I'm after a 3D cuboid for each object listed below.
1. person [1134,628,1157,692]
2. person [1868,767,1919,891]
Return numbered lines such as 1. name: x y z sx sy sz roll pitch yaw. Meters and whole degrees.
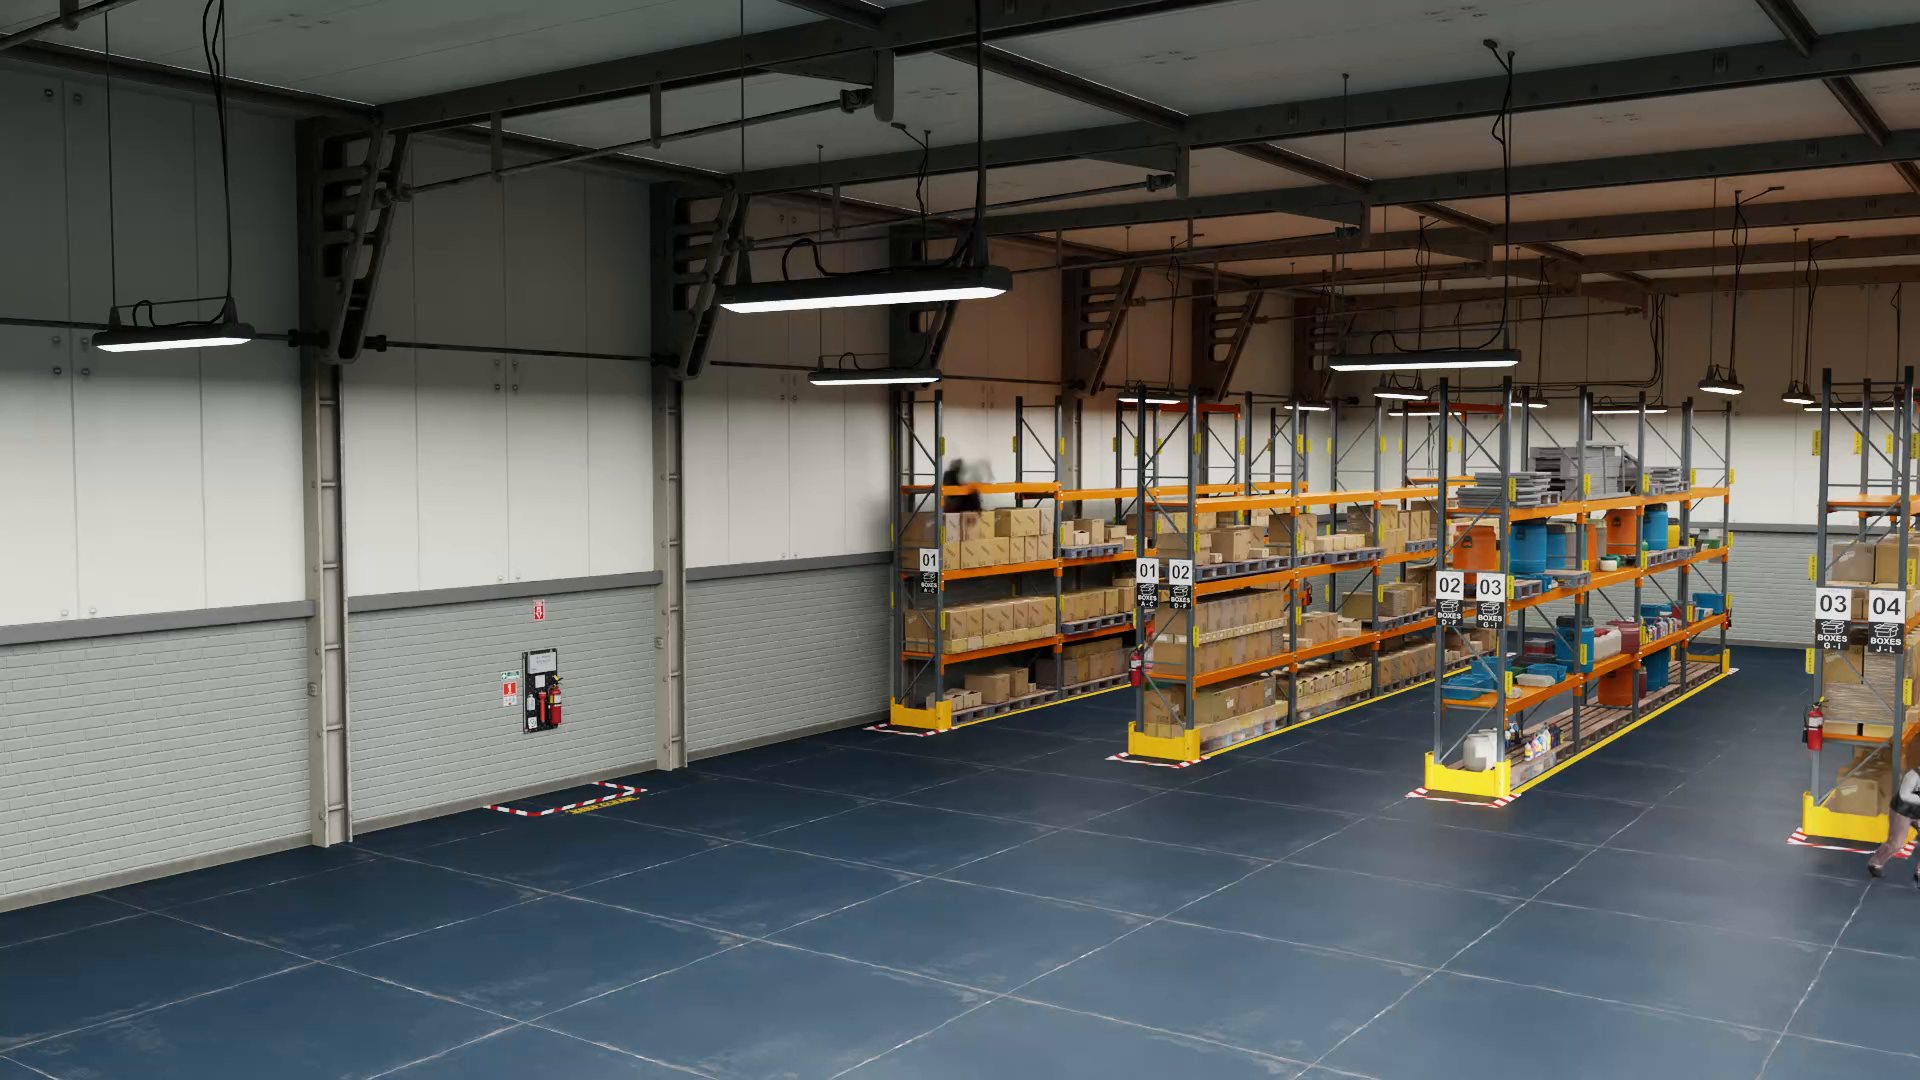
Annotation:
1. person: 3.356 2.443 29.469 0.658 1.768 0.971 2 4 26
2. person: 10.752 3.158 18.802 0.693 1.663 0.996 -1 3 -19
